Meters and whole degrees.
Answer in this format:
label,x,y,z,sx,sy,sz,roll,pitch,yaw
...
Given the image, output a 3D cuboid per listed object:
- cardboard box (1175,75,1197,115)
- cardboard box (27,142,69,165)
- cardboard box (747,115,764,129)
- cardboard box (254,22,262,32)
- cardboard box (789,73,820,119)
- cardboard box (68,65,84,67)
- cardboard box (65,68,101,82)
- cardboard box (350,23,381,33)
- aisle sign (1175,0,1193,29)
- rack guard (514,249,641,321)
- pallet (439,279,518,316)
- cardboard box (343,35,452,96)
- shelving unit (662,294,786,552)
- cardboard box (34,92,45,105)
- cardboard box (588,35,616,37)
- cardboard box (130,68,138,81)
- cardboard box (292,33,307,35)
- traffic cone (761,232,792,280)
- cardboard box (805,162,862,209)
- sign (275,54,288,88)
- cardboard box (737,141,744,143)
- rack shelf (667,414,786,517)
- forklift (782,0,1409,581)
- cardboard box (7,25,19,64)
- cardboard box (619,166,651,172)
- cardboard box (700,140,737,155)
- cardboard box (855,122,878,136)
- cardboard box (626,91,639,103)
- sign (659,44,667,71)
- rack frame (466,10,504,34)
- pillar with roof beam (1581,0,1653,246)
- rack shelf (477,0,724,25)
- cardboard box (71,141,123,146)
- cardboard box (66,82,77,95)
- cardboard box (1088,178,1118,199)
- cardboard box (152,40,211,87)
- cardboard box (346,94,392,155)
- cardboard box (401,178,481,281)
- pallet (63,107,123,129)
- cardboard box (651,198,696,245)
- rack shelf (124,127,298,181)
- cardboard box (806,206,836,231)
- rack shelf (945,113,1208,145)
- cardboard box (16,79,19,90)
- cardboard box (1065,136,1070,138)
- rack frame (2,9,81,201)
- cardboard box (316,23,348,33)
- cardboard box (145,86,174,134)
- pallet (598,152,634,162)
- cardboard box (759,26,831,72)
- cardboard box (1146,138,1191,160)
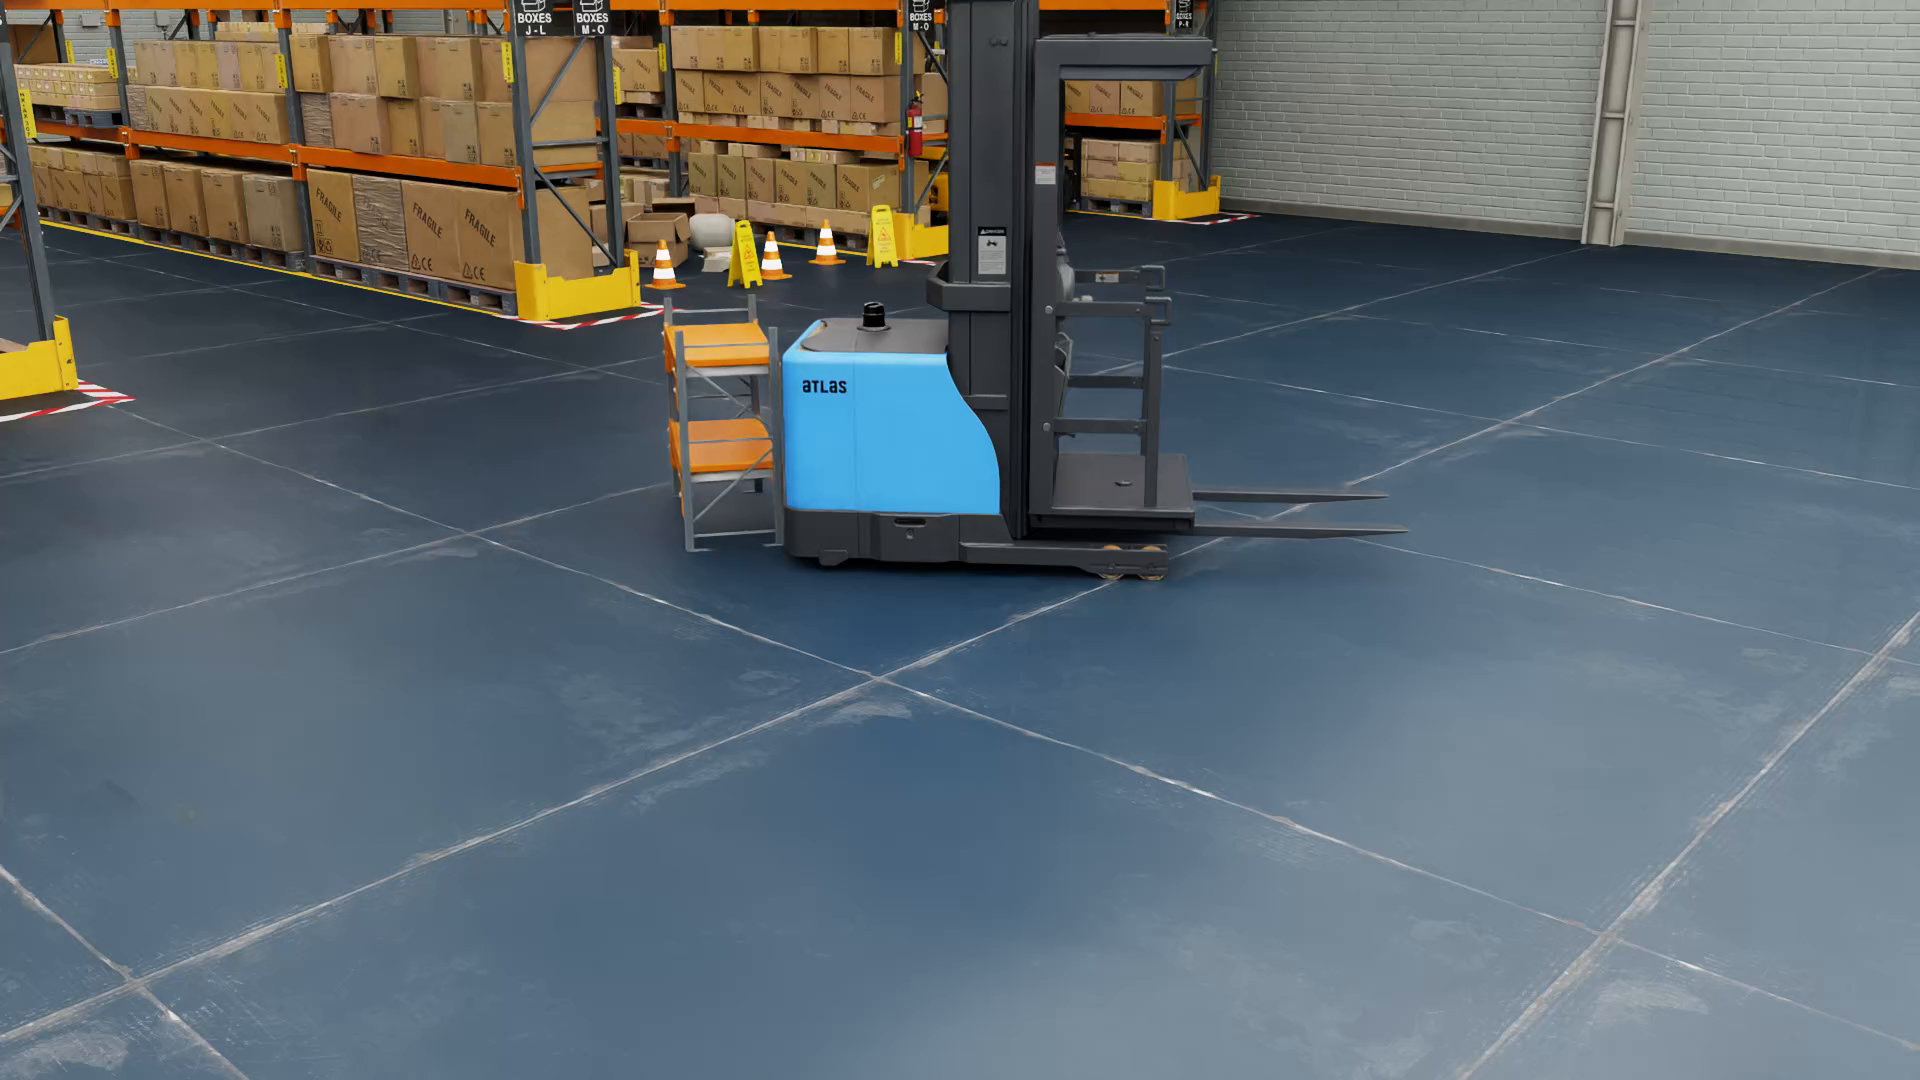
label,x,y,z,sx,sy,sz,roll,pitch,yaw
cardboard box,2.833,-6.001,22.395,0.500,0.500,0.500,16,24,41
cardboard box,-12.081,-5.094,21.902,0.500,0.250,0.500,14,22,37
cardboard box,-2.292,-4.955,19.682,0.250,0.149,0.380,15,23,40
cardboard box,-11.198,-8.315,26.963,0.250,0.149,0.380,15,23,40
cardboard box,-1.605,-5.106,19.084,0.500,0.500,0.500,15,23,39
cardboard box,-11.257,-6.055,21.468,0.250,0.149,0.380,14,22,38
cardboard box,-10.520,-5.595,20.020,0.250,0.149,0.380,16,24,41
cardboard box,-9.312,-8.032,26.070,0.250,0.149,0.380,15,23,38
aisle sign,2.873,-6.950,21.255,0.004,0.787,0.394,15,23,39
rack guard,-3.465,-2.330,15.128,0.348,0.500,1.175,15,23,39
pallet,-4.133,-2.340,15.637,1.213,0.211,1.003,15,23,39
cardboard box,-5.421,-4.610,16.147,0.550,0.550,0.875,15,23,39
shelving unit,-1.258,-0.645,8.786,0.538,1.125,1.048,-4,18,-12
cardboard box,-11.303,-5.521,20.770,0.250,0.149,0.380,14,22,37
cardboard box,-4.846,-6.707,22.363,0.250,0.149,0.380,14,22,37
cardboard box,-9.887,-5.687,20.309,0.250,0.149,0.380,14,23,38
cardboard box,-10.159,-7.736,26.212,0.500,0.500,0.500,15,23,38
traffic cone,-1.934,-2.933,17.088,0.334,0.463,0.336,15,23,39
cardboard box,-1.438,-4.120,19.245,0.500,0.500,0.500,16,24,41
sign,-6.828,-4.719,16.740,0.005,0.325,0.100,15,23,39
cardboard box,-3.424,-6.442,27.389,0.500,0.500,0.500,16,24,41
rack shelf,-1.258,-0.412,8.860,0.538,0.278,1.000,-4,18,-12
forklift,0.685,-1.367,8.073,3.031,2.935,1.130,1,18,5
cardboard box,-12.990,-6.635,22.250,0.500,0.500,0.500,14,22,37
cardboard box,-4.720,-4.805,22.444,0.625,0.372,0.950,16,24,41
cardboard box,-2.949,-4.808,20.342,0.250,0.149,0.380,15,23,40
cardboard box,-0.958,-4.599,18.561,0.250,0.149,0.380,15,23,39
cardboard box,-4.019,-5.648,21.171,0.250,0.149,0.380,14,22,38
sign,-3.631,-5.895,20.315,0.005,0.325,0.100,15,23,39
rack frame,-8.948,-9.003,32.021,0.127,3.000,1.000,15,23,39
pillar with roof beam,4.726,-6.815,15.209,0.400,9.000,9.100,15,23,39
rack shelf,-4.761,-6.958,21.809,4.000,0.370,1.077,15,23,39
cardboard box,-11.358,-5.104,21.933,0.500,0.250,0.500,16,24,42
cardboard box,-10.538,-5.457,20.076,0.250,0.149,0.380,16,23,41
cardboard box,2.092,-4.805,22.645,0.500,0.250,0.500,15,23,39
cardboard box,-8.758,-5.463,19.050,0.500,0.500,0.700,15,23,38
cardboard box,-5.439,-4.089,16.291,0.550,0.550,0.875,15,23,39
cardboard box,-4.694,-3.011,15.960,0.875,0.875,0.875,15,23,38
pallet,-10.071,-5.160,20.230,1.003,0.211,1.213,15,23,39
cardboard box,-3.367,-3.757,19.618,0.500,0.500,0.500,-3,18,-8
rack shelf,-7.971,-4.388,18.670,4.000,0.370,1.077,15,23,39
cardboard box,-1.439,-3.764,19.363,0.500,0.250,0.500,15,23,39
rack shelf,1.523,-5.849,23.273,4.000,0.370,1.077,15,23,39
cardboard box,-11.886,-5.820,21.220,0.250,0.149,0.380,14,22,37
cardboard box,1.324,-5.482,23.126,0.500,0.250,0.500,14,23,38
rack frame,-12.459,-5.936,22.357,0.127,3.000,1.000,15,23,39
cardboard box,-9.690,-7.899,25.653,0.250,0.149,0.380,14,23,38
cardboard box,-8.928,-4.928,19.015,0.500,0.500,0.500,15,23,39
pallet,-6.470,-7.009,30.348,1.213,0.211,1.003,15,23,39
cardboard box,-1.904,-5.700,19.303,0.500,0.500,0.700,15,23,39
cardboard box,2.785,-5.296,22.539,0.500,0.250,0.500,15,23,38
